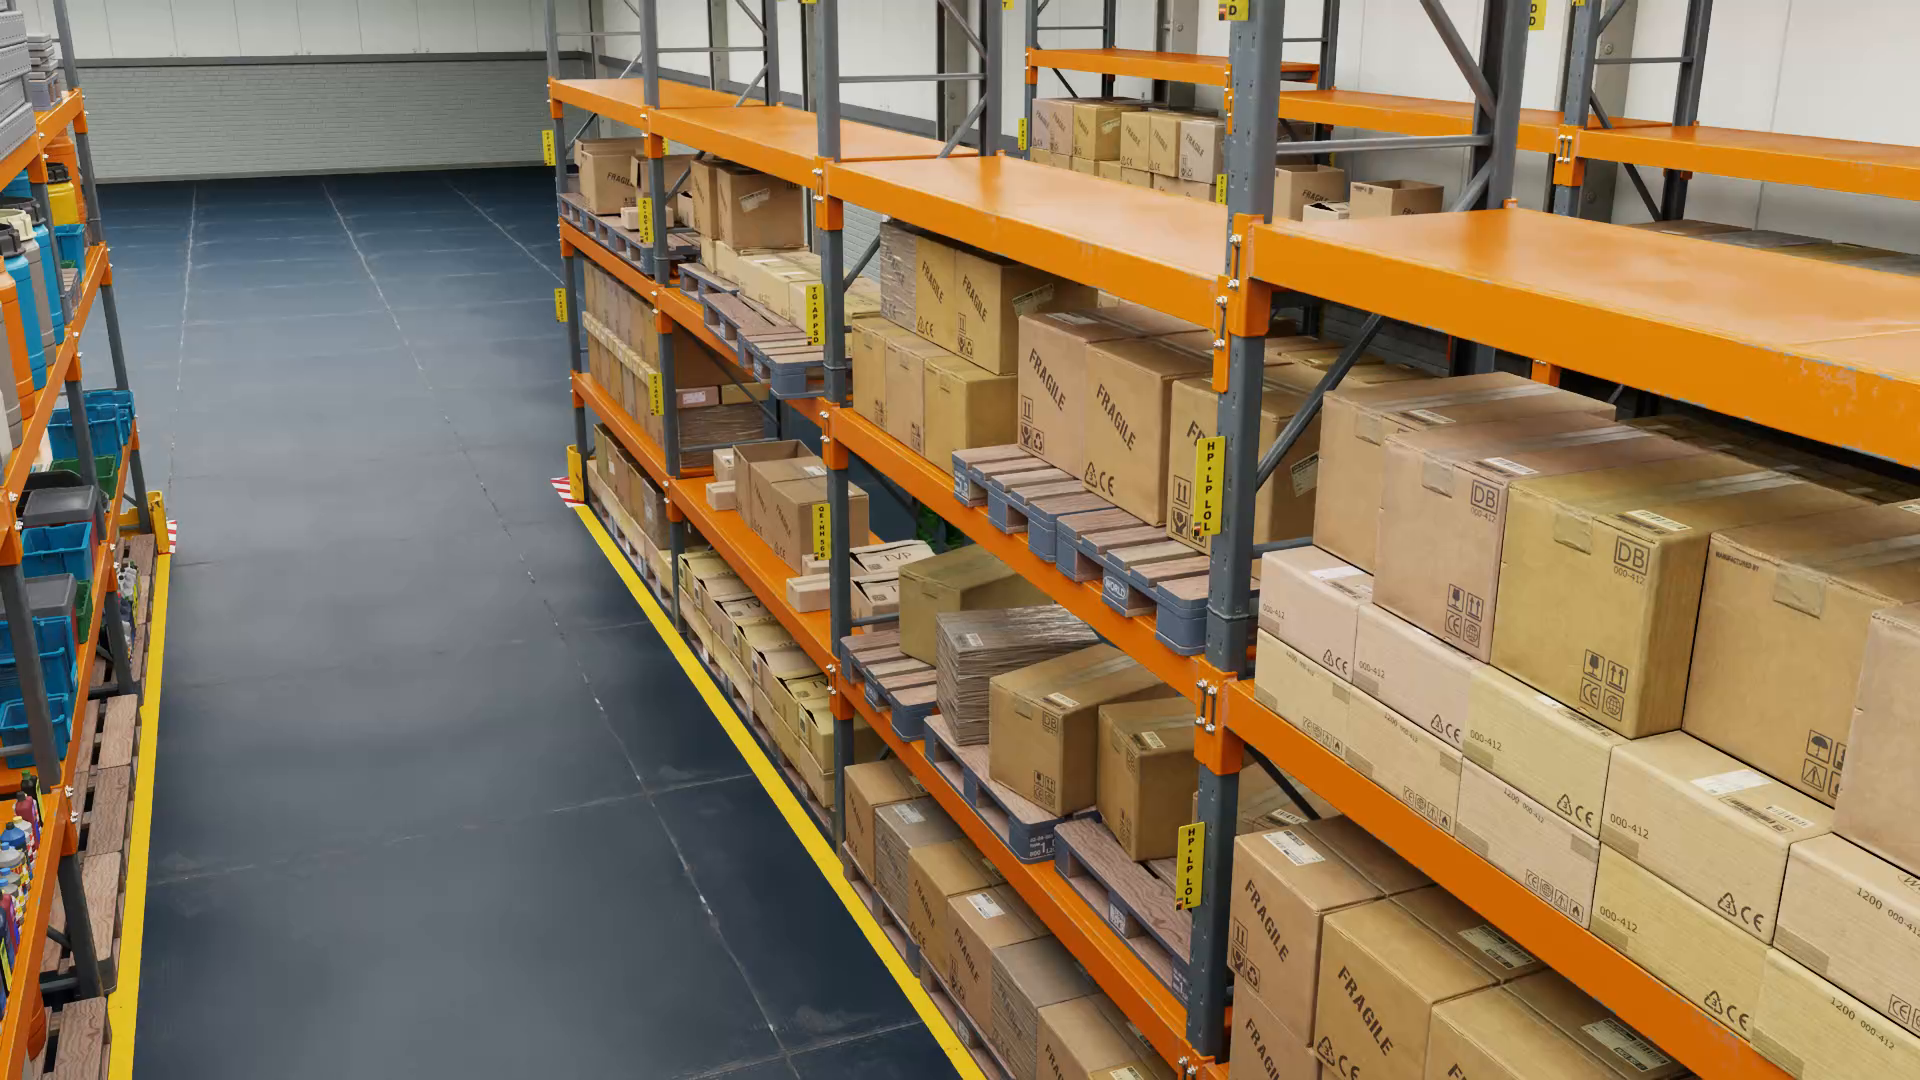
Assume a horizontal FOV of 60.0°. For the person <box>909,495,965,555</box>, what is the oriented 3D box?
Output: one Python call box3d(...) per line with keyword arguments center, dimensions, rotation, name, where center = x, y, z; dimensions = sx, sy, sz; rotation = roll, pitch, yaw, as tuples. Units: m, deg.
box3d(center=(-0.163, -0.325, 13.817), dimensions=(0.567, 1.776, 0.577), rotation=(4, 19, 12), name="person")
